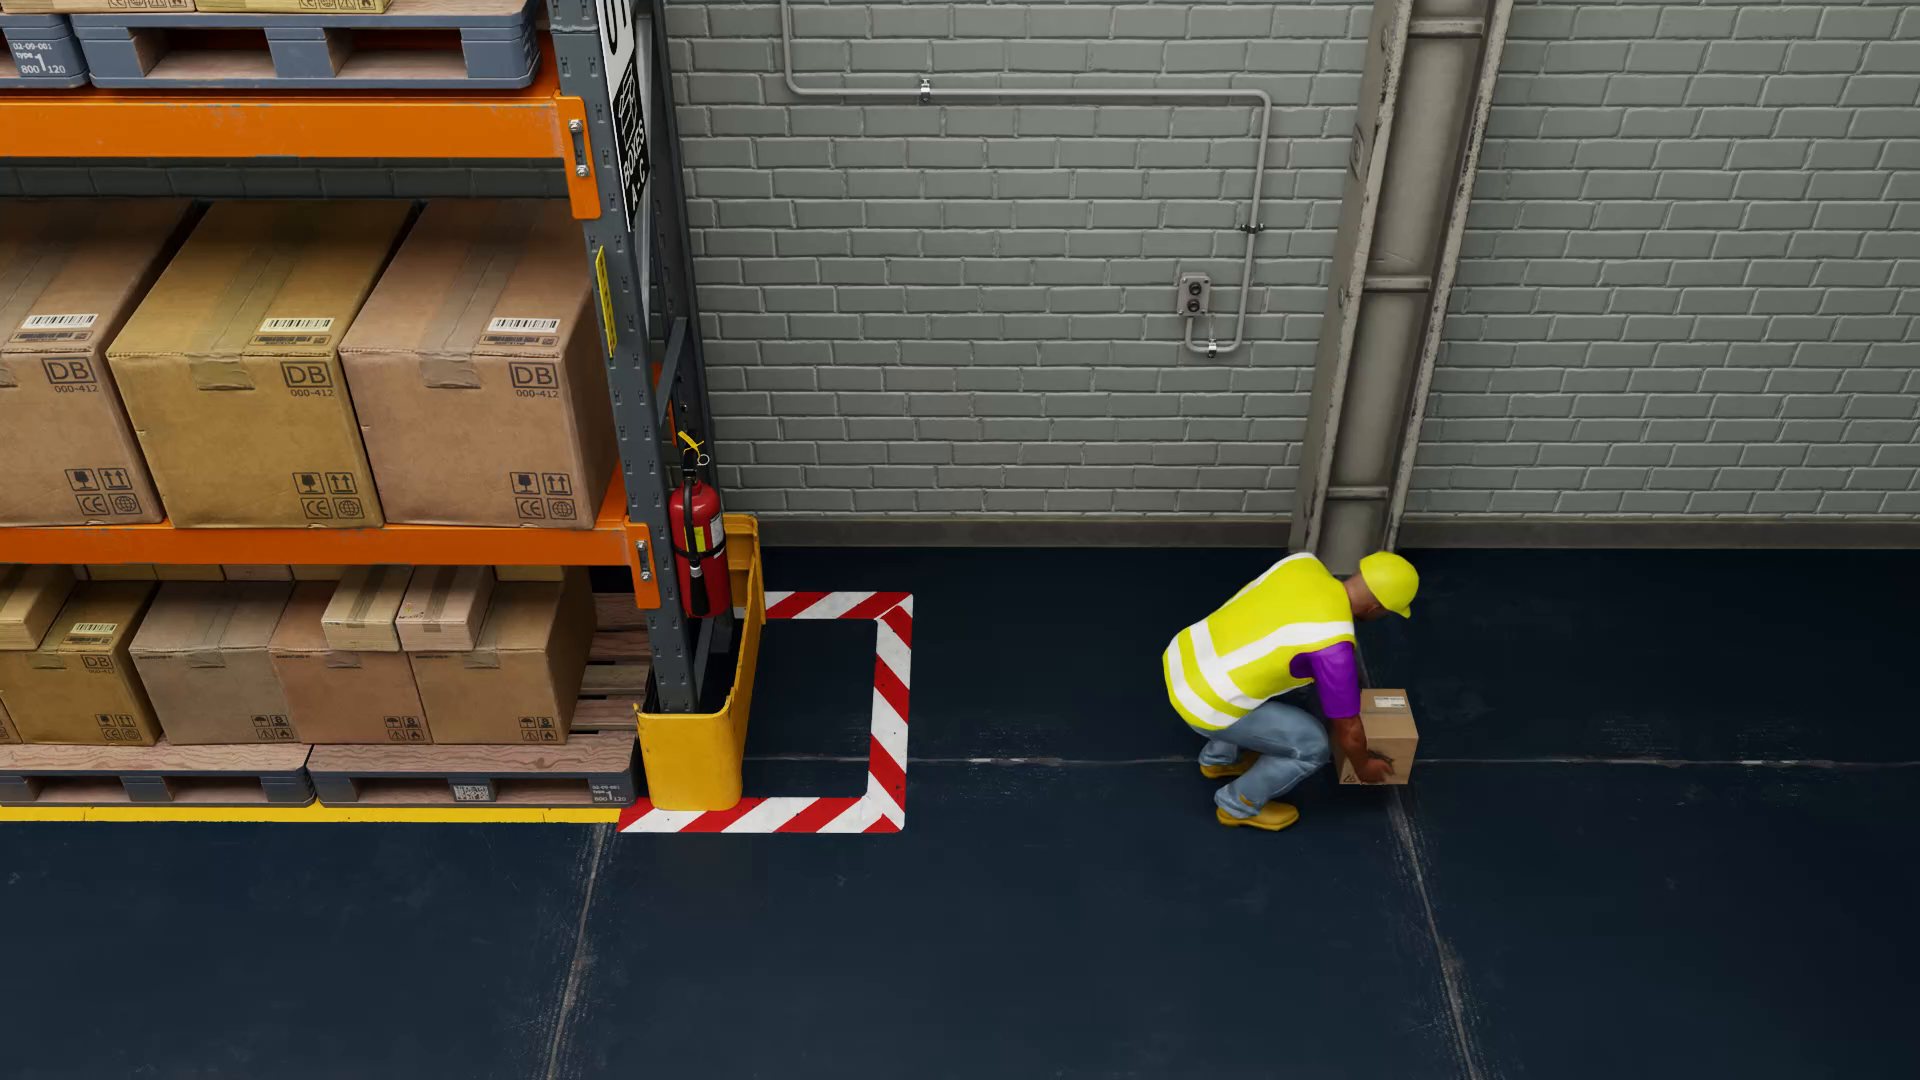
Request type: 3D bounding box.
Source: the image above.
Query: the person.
[{"bbox_3d":[1.161,0.504,6.025,0.856,1.133,0.608,0,39,0],"label":"person"}]
